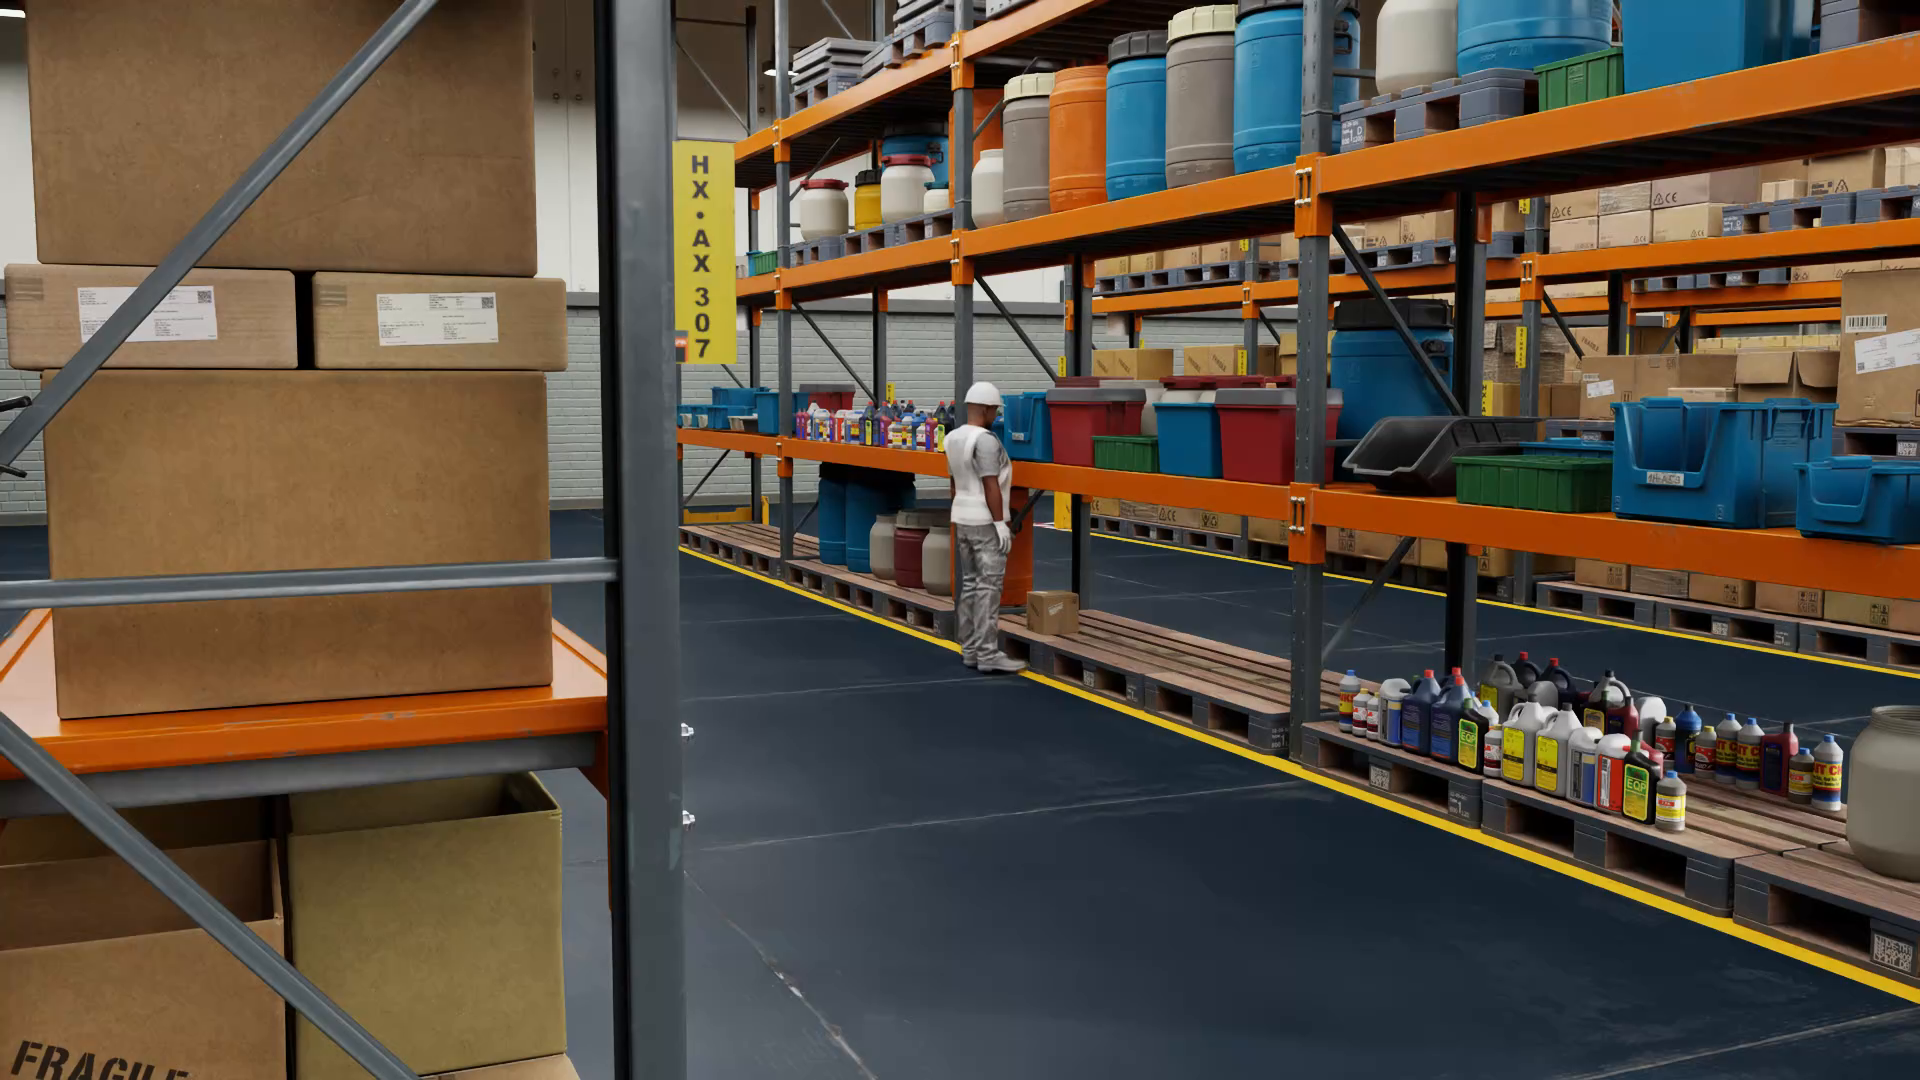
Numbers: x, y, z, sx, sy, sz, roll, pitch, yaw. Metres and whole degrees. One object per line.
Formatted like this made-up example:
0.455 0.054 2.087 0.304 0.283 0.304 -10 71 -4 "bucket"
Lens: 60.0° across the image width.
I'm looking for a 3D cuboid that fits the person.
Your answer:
0.156 -0.089 10.387 0.404 1.789 0.561 -2 6 -24 "person"
